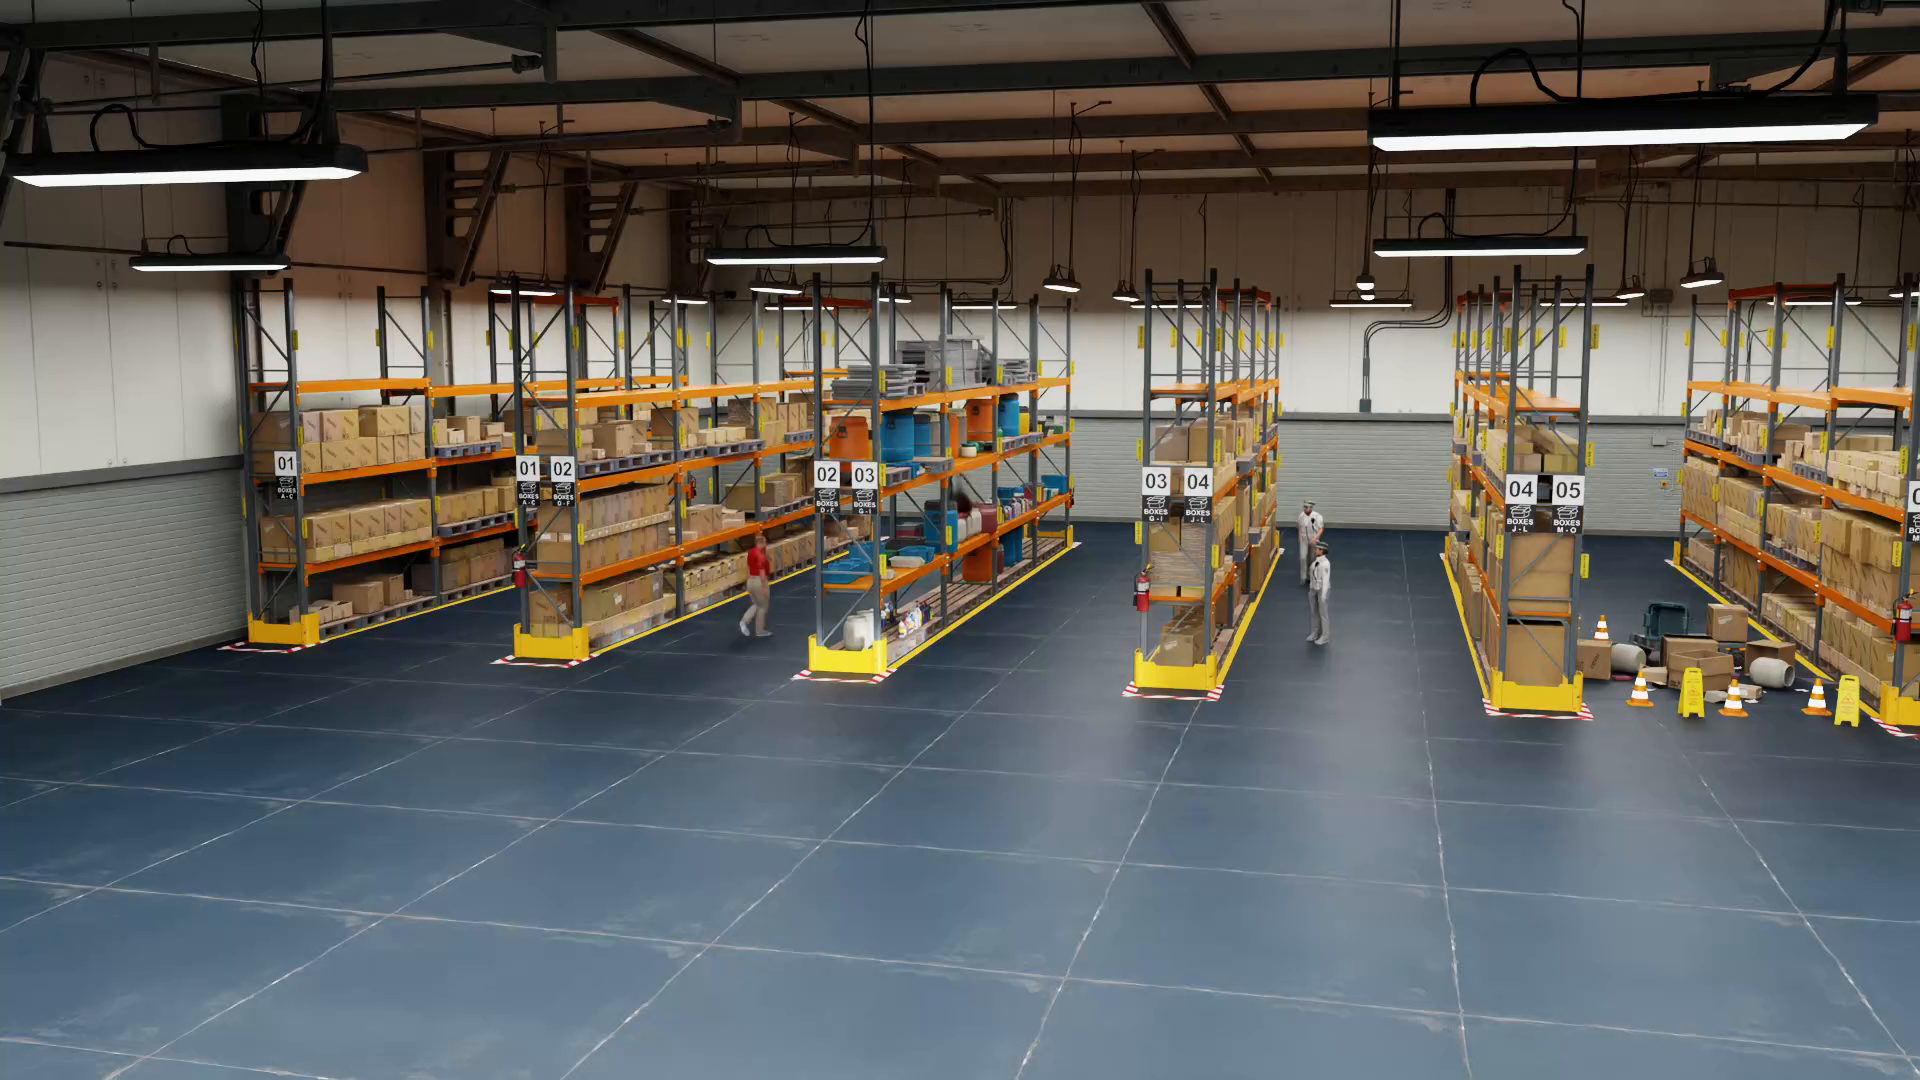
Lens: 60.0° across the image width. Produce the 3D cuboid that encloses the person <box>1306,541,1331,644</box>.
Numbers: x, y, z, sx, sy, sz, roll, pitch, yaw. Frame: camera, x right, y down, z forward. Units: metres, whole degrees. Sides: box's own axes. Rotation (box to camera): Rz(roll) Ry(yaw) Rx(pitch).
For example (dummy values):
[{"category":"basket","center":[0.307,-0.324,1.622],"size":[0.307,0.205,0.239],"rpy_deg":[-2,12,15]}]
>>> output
[{"category":"person","center":[5.958,0.856,27.598],"size":[0.361,1.693,0.509],"rpy_deg":[-3,7,-21]}]

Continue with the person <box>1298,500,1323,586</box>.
[{"category":"person","center":[7.229,0.058,34.344],"size":[0.526,1.776,0.927],"rpy_deg":[2,7,13]}]

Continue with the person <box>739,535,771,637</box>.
[{"category":"person","center":[-3.445,0.776,28.037],"size":[0.550,1.720,0.545],"rpy_deg":[-6,9,-42]}]
